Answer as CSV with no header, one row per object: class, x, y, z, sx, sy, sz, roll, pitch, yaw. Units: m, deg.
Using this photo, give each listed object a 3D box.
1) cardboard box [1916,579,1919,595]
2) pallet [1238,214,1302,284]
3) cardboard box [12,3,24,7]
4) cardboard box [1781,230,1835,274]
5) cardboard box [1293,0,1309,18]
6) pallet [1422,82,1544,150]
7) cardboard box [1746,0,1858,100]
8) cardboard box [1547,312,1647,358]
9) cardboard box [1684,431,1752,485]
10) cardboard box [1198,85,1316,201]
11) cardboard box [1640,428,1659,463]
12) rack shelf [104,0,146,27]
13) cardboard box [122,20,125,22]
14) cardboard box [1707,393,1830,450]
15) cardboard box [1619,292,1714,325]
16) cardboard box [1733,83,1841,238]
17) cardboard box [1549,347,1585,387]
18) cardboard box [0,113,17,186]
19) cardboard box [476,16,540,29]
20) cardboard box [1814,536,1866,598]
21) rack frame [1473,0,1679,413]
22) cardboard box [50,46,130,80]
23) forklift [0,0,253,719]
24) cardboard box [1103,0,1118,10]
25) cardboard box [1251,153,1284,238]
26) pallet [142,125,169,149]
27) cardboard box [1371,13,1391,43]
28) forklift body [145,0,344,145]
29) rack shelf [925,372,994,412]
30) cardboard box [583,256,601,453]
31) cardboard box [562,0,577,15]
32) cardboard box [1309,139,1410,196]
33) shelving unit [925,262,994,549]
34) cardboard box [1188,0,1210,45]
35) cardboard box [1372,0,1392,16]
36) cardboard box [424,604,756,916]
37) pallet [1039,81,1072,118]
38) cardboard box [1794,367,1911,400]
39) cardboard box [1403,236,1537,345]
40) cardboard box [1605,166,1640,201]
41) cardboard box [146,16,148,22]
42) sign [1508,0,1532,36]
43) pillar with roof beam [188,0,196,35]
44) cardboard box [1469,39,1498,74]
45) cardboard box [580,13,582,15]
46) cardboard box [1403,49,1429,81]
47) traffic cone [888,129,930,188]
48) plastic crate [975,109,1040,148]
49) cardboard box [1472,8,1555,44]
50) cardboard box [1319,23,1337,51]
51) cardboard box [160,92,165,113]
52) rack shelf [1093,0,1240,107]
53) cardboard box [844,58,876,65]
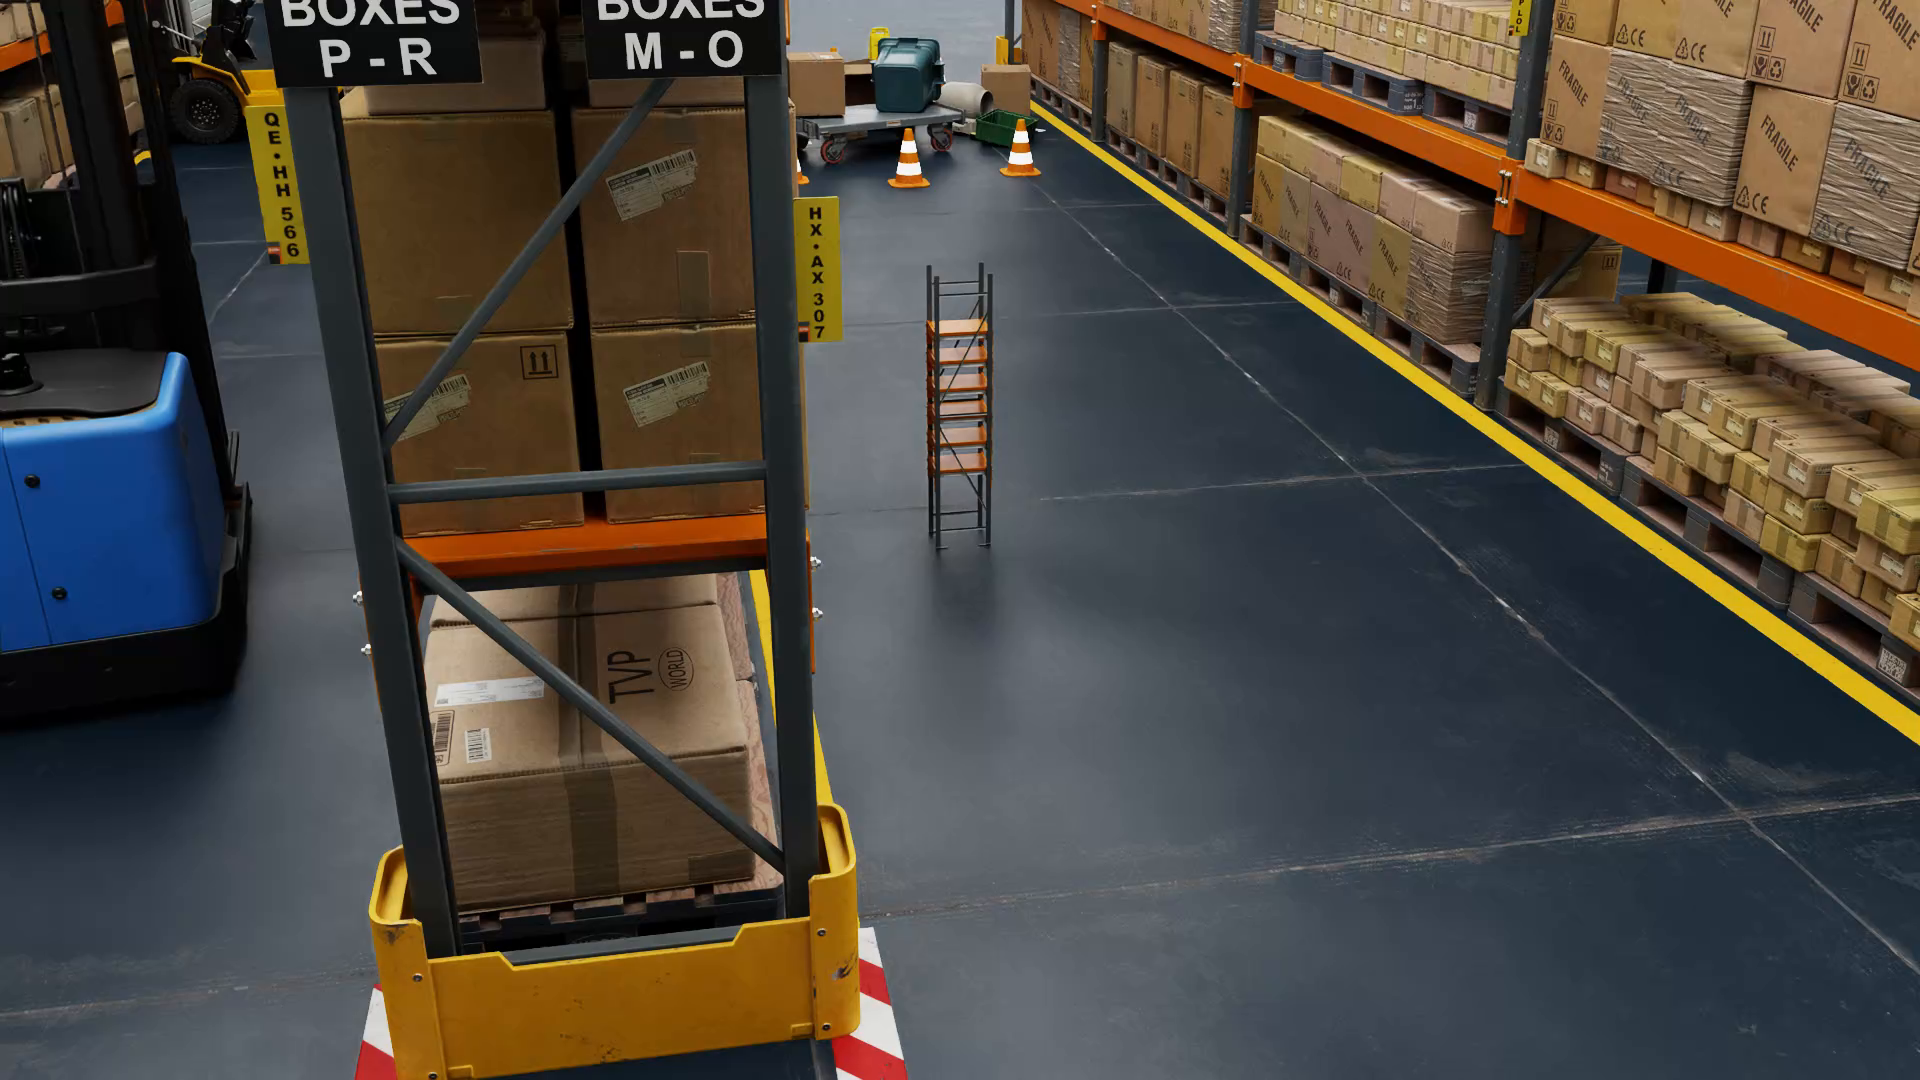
cardboard box,3.612,0.153,5.818,0.380,0.149,0.250,-5,24,-11
pallet,2.649,-2.093,11.778,1.003,0.211,1.213,-4,24,-10
cardboard box,-7.513,-4.261,12.821,0.500,0.250,0.500,-5,24,-11
cardboard box,3.430,-1.140,6.426,0.380,0.149,0.250,-4,24,-9
cardboard box,2.450,-3.580,11.117,0.380,0.149,0.250,-3,24,-7
pallet,3.247,-2.328,9.073,1.003,0.211,1.213,-4,24,-10
cardboard box,3.356,-1.944,6.208,0.500,0.500,0.500,-5,24,-12
cardboard box,3.098,-1.000,8.085,0.380,0.149,0.250,-3,24,-7
cardboard box,3.293,-0.356,6.982,0.380,0.149,0.250,-4,24,-9
cardboard box,2.482,-3.086,12.854,1.050,0.750,0.750,-5,24,-10
cardboard box,3.323,-0.426,7.514,0.380,0.149,0.250,-5,24,-12
rack shelf,-8.327,-4.934,15.697,1.077,0.370,4.000,-4,24,-10
cardboard box,-8.794,-5.237,17.156,0.500,0.250,0.500,-5,24,-11
cardboard box,3.369,-0.496,6.932,0.380,0.149,0.250,-4,24,-9
cardboard box,3.567,-1.143,8.413,0.380,0.149,0.250,-4,24,-8
cardboard box,3.374,-1.470,6.371,0.500,0.500,0.500,-3,24,-7
cardboard box,3.133,-0.868,8.155,0.380,0.149,0.250,-4,24,-9
cardboard box,-7.573,-2.775,12.298,0.875,0.625,0.625,-5,24,-12
cardboard box,-1.195,-1.151,3.953,0.380,0.149,0.250,-4,24,-9
cardboard box,3.513,0.091,6.331,0.380,0.149,0.250,-4,24,-9
rack frame,3.245,-2.105,8.321,1.000,3.000,0.127,-4,24,-10
cardboard box,-7.823,-4.283,14.969,0.500,0.250,0.500,-4,24,-10
forklift,-3.605,-1.264,6.482,1.130,2.935,3.031,-8,25,-18
cardboard box,1.599,-5.071,14.987,0.500,0.500,0.500,-4,24,-9
cardboard box,2.386,-2.428,11.660,0.500,0.500,0.500,-5,24,-12
pallet,-8.292,-3.996,16.134,1.003,0.211,1.213,-4,24,-10
cardboard box,2.691,-3.074,9.959,0.380,0.149,0.250,-3,24,-8
forklift body,-6.553,-5.050,16.126,2.313,2.155,1.214,-4,24,-10
rack shelf,-0.003,-0.625,6.993,0.258,0.103,0.180,-4,24,-10
cardboard box,-0.788,-0.578,4.701,0.500,0.500,0.500,-5,24,-11
cardboard box,-1.580,-1.596,5.782,0.500,0.500,0.500,-4,24,-9
cardboard box,2.568,-2.385,10.623,0.500,0.250,0.500,-4,24,-9
shelving unit,-0.003,-0.556,7.023,0.258,1.200,0.189,-4,24,-10
cardboard box,2.068,-4.078,12.713,0.500,0.500,0.500,-4,24,-10
cardboard box,2.688,-3.217,9.913,0.380,0.149,0.250,-5,24,-10
cardboard box,-1.081,0.604,4.795,0.875,0.438,0.875,-5,24,-12
pallet,1.473,-4.759,17.884,1.003,0.211,1.213,-4,24,-10
cardboard box,3.880,-0.635,7.250,0.380,0.149,0.250,-5,24,-12
cardboard box,2.861,-1.424,9.362,0.500,0.500,0.500,-5,24,-11
cardboard box,3.198,-1.657,7.610,0.380,0.149,0.250,-5,24,-12
cardboard box,-8.305,-5.282,17.259,0.500,0.250,0.500,-4,24,-8
sign,2.701,-2.593,7.992,0.100,0.325,0.005,-4,24,-10
pillar with roof beam,-6.333,-11.137,21.507,9.100,9.000,0.400,-4,24,-10
cardboard box,2.928,-2.564,8.790,0.380,0.149,0.250,-4,24,-9
cardboard box,-0.968,-1.440,5.425,0.500,0.500,0.500,-4,24,-10
cardboard box,2.782,-2.732,9.546,0.380,0.149,0.250,-5,24,-12
traffic cone,-0.438,-3.259,14.133,0.336,0.463,0.334,-4,24,-10
plastic crate,0.447,-3.961,16.012,0.450,0.188,0.662,17,27,13
cardboard box,2.929,-2.704,8.739,0.380,0.149,0.250,-5,24,-11
cardboard box,2.541,-3.247,10.726,0.380,0.149,0.250,-3,24,-7
cardboard box,-8.015,-4.224,16.086,0.500,0.250,0.500,-4,24,-8
rack shelf,2.136,-4.135,13.869,1.077,0.370,4.000,-4,24,-10
cardboard box,-1.007,-4.771,17.546,0.637,0.503,0.797,18,29,36
